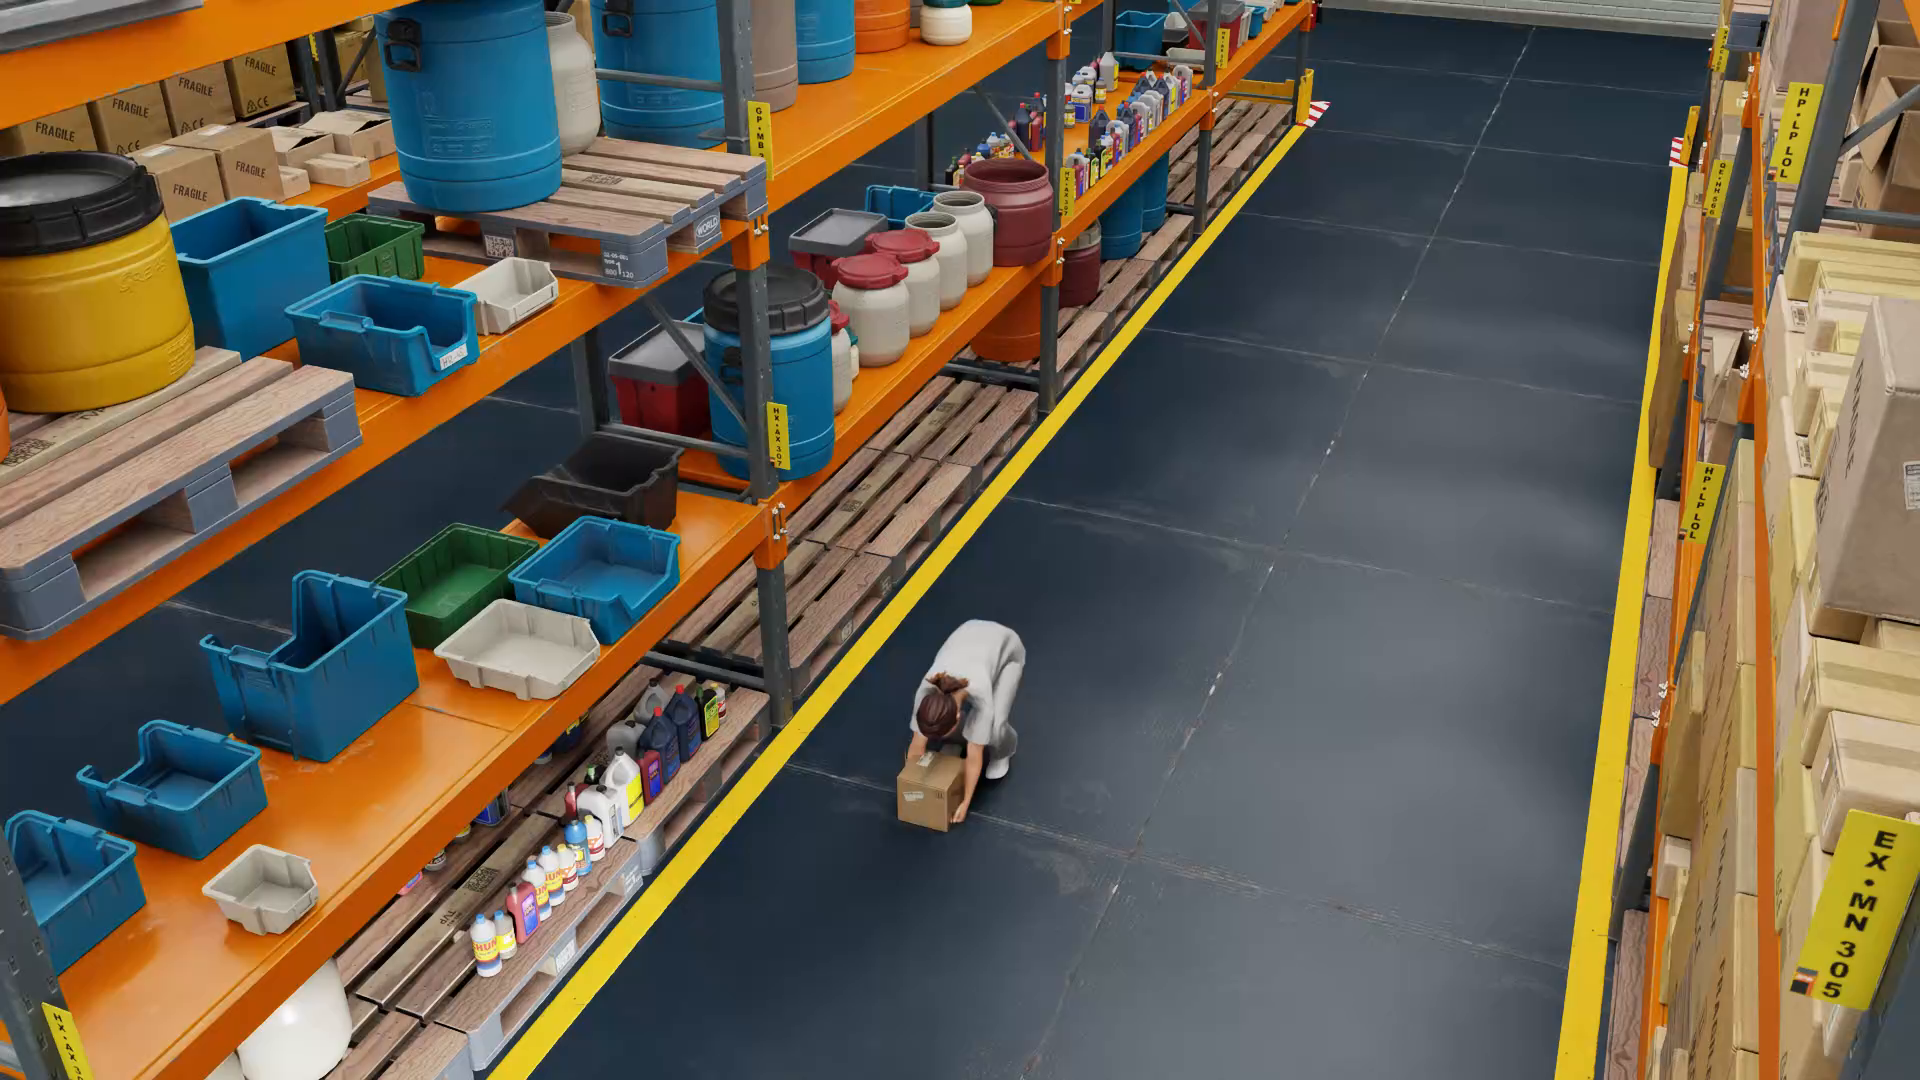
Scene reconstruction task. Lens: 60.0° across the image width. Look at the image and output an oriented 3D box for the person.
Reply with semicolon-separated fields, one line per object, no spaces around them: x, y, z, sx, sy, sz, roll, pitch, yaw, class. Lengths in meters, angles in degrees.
0.025;0.836;7.905;0.462;0.751;0.867;13;32;22;person
